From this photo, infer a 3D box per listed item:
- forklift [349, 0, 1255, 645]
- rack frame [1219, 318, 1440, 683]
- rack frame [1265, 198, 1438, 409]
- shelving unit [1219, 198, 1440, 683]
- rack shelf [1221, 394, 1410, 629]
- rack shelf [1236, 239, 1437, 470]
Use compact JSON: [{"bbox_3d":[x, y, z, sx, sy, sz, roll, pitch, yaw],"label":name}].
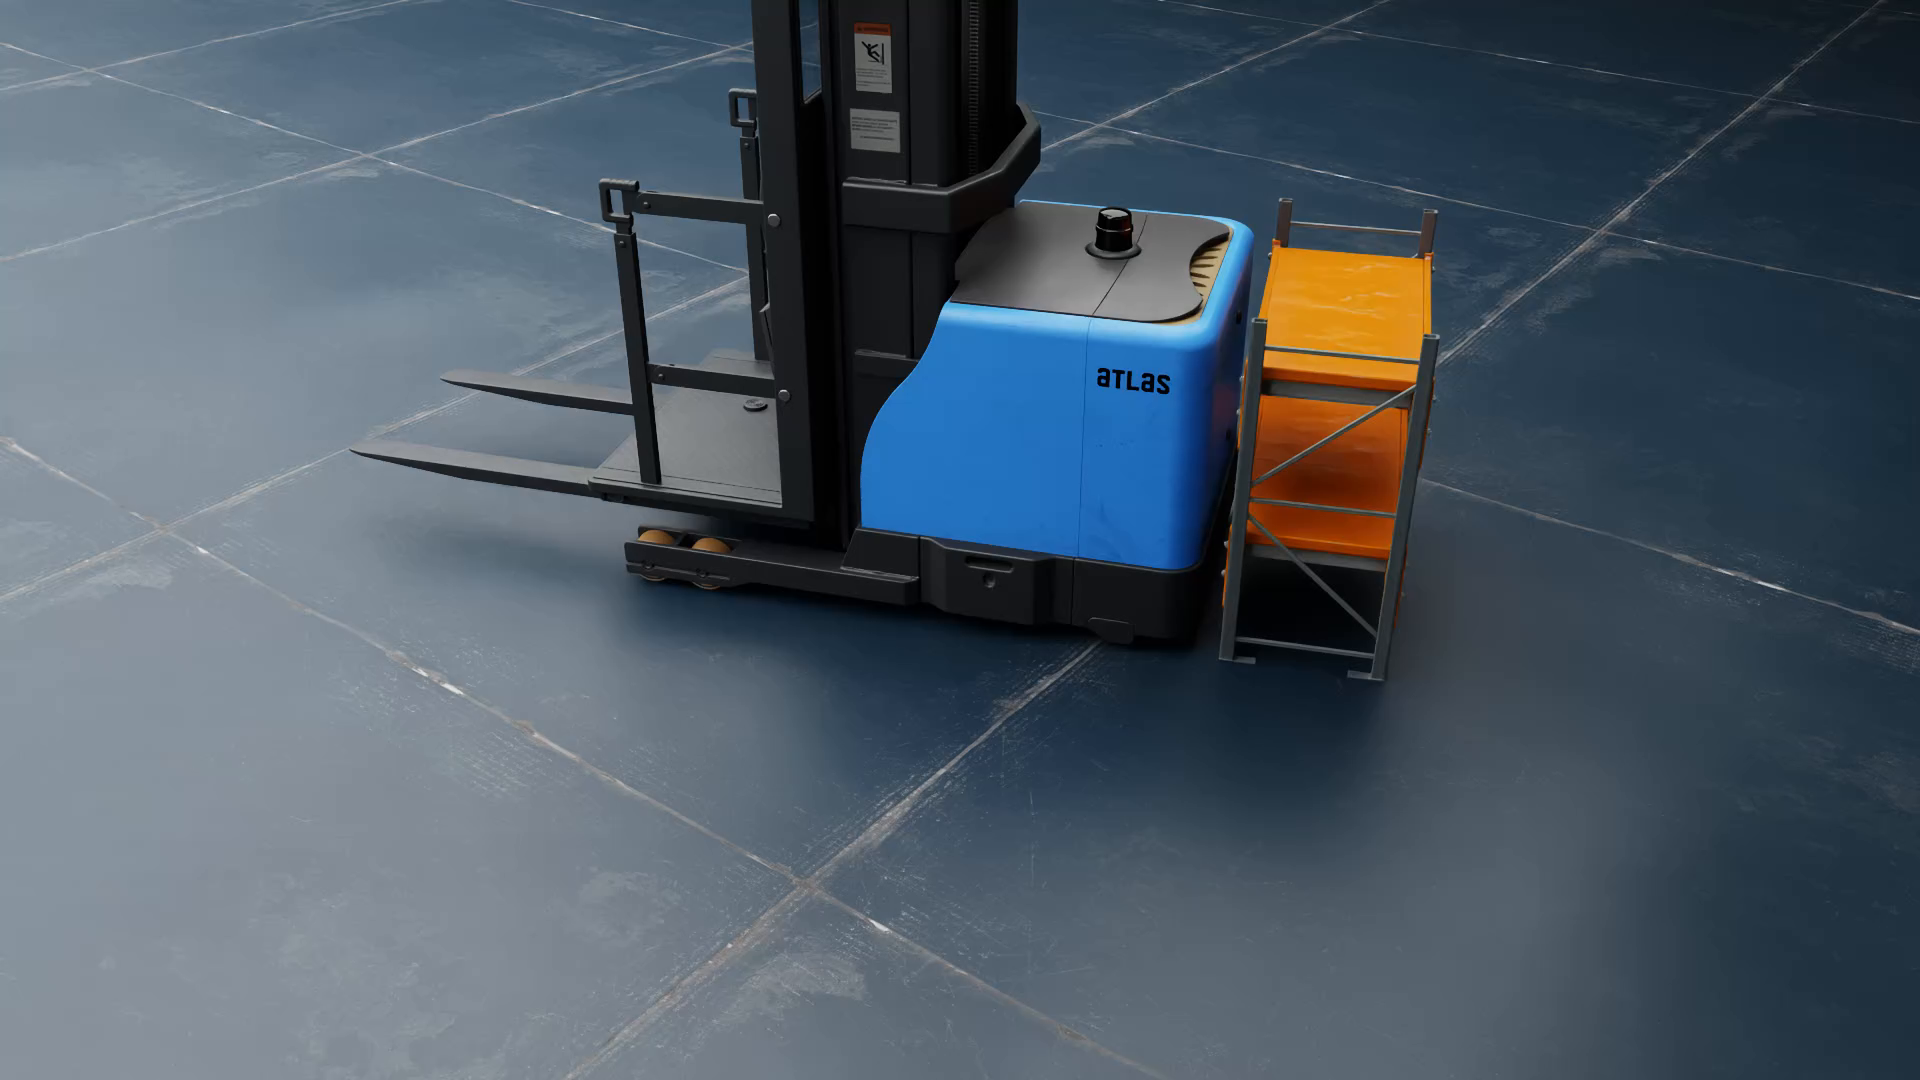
[{"bbox_3d":[-0.607,-1.347,5.148,3.031,2.935,1.130,8,32,13],"label":"forklift"},{"bbox_3d":[1.044,-0.091,4.800,0.500,1.125,0.032,7,31,12],"label":"rack frame"},{"bbox_3d":[1.283,-0.595,5.650,0.500,1.125,0.032,7,31,12],"label":"rack frame"},{"bbox_3d":[1.164,-0.343,5.225,0.538,1.125,1.048,7,31,12],"label":"shelving unit"},{"bbox_3d":[1.164,-0.132,5.350,0.538,0.278,1.000,7,31,12],"label":"rack shelf"},{"bbox_3d":[1.164,-0.595,5.076,0.538,0.278,1.000,7,31,12],"label":"rack shelf"}]
